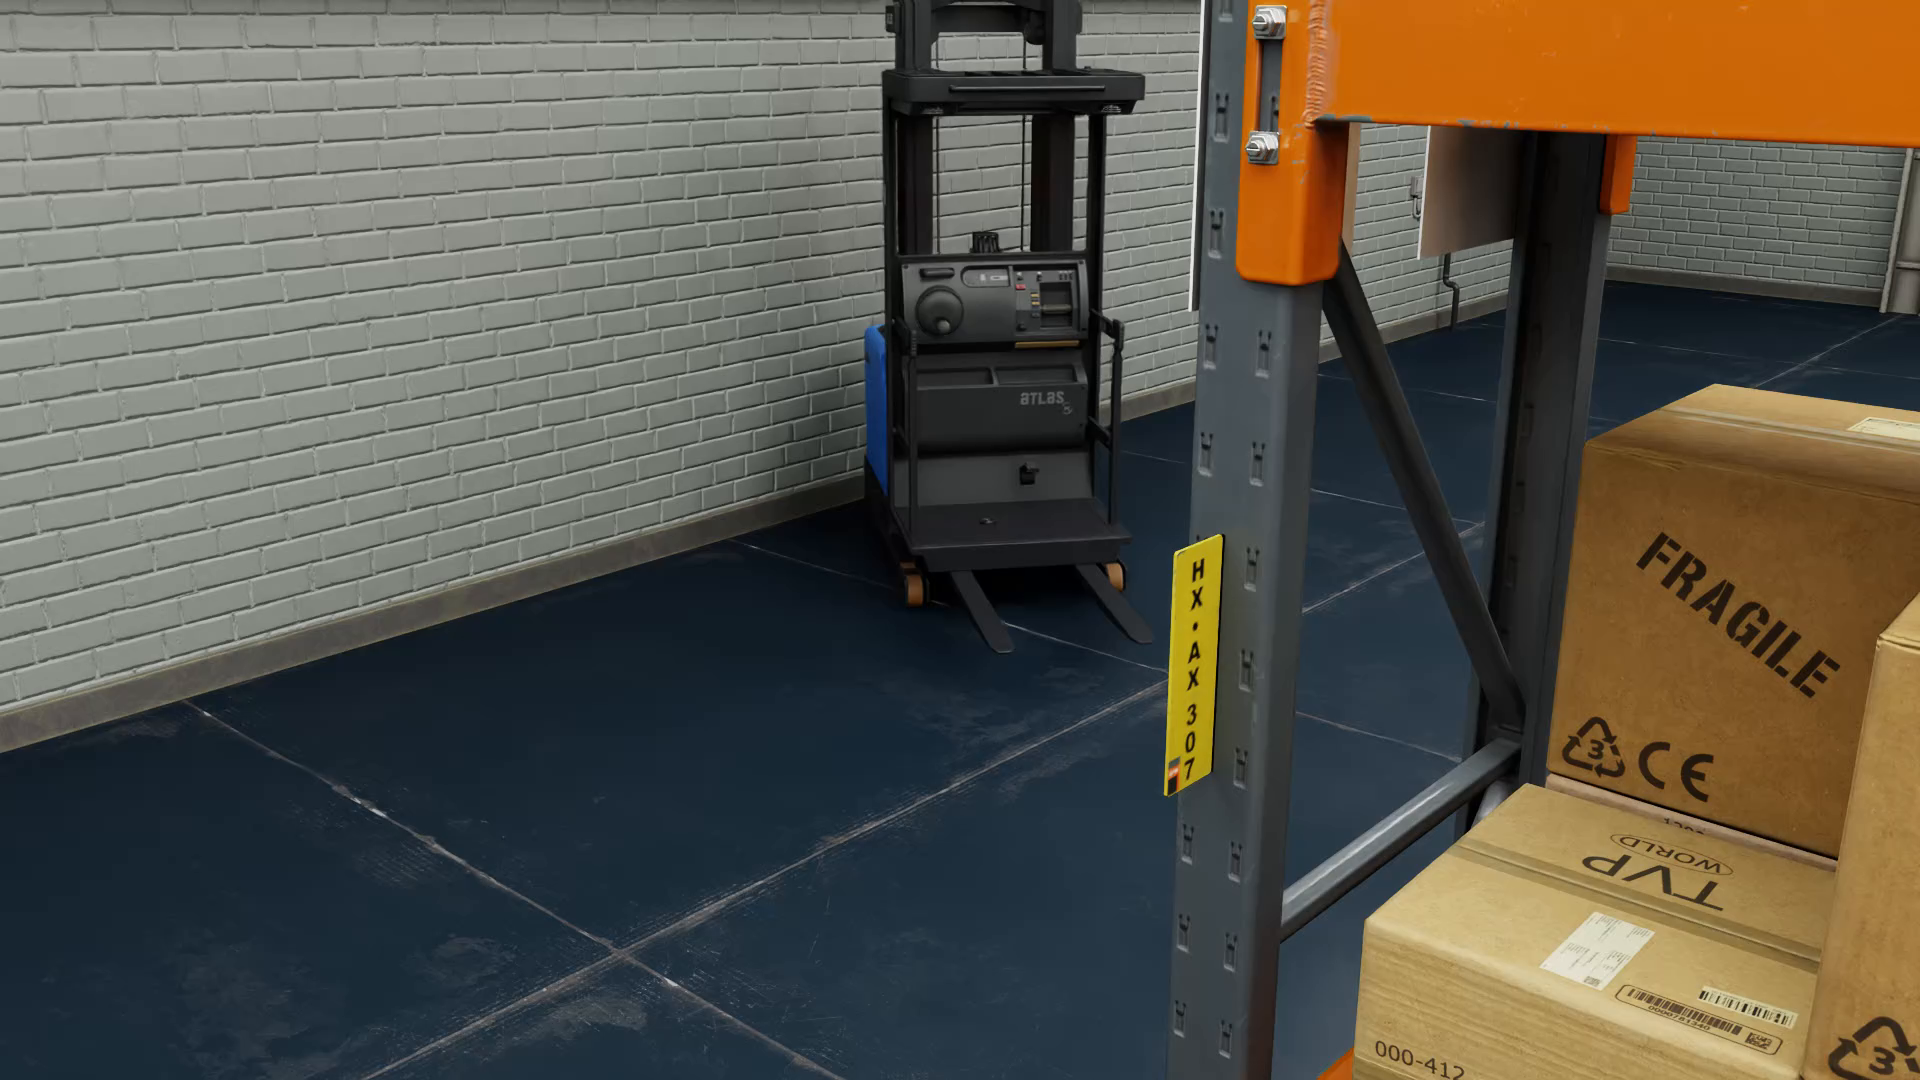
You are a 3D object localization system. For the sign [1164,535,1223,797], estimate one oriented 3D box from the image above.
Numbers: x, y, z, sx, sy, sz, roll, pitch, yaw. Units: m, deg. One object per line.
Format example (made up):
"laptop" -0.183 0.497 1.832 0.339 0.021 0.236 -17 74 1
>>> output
"sign" 0.293 0.159 2.089 0.005 0.325 0.100 15 23 39

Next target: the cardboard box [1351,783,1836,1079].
"cardboard box" 0.846 0.572 2.106 0.500 0.250 0.500 14 23 38

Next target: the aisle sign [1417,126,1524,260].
"aisle sign" 0.811 -0.836 2.490 0.004 0.787 0.394 15 23 39

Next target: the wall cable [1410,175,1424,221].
"wall cable" 3.944 -3.691 14.104 0.122 1.984 0.588 15 23 39

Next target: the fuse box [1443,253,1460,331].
"fuse box" 4.514 -2.716 14.840 0.414 1.711 0.539 15 23 39

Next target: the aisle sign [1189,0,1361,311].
"aisle sign" 0.413 -0.700 2.062 0.004 0.787 0.394 15 23 39

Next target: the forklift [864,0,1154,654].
"forklift" 0.215 -1.186 8.002 1.130 2.935 3.031 -3 18 -10

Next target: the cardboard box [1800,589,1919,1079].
"cardboard box" 1.220 0.315 1.676 0.500 0.500 0.500 14 23 38

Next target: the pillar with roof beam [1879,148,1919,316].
"pillar with roof beam" 6.260 -5.511 11.602 0.400 9.000 9.100 15 23 39

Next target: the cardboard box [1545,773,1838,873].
"cardboard box" 1.204 0.452 2.484 0.500 0.250 0.500 15 23 38

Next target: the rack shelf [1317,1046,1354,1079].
"rack shelf" 2.162 1.230 1.467 4.000 0.370 1.077 15 23 39

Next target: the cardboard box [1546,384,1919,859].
"cardboard box" 1.205 0.096 2.367 0.500 0.500 0.500 15 23 40

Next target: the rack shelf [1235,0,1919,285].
"rack shelf" 2.162 -0.200 1.014 4.000 0.370 1.077 15 23 39
